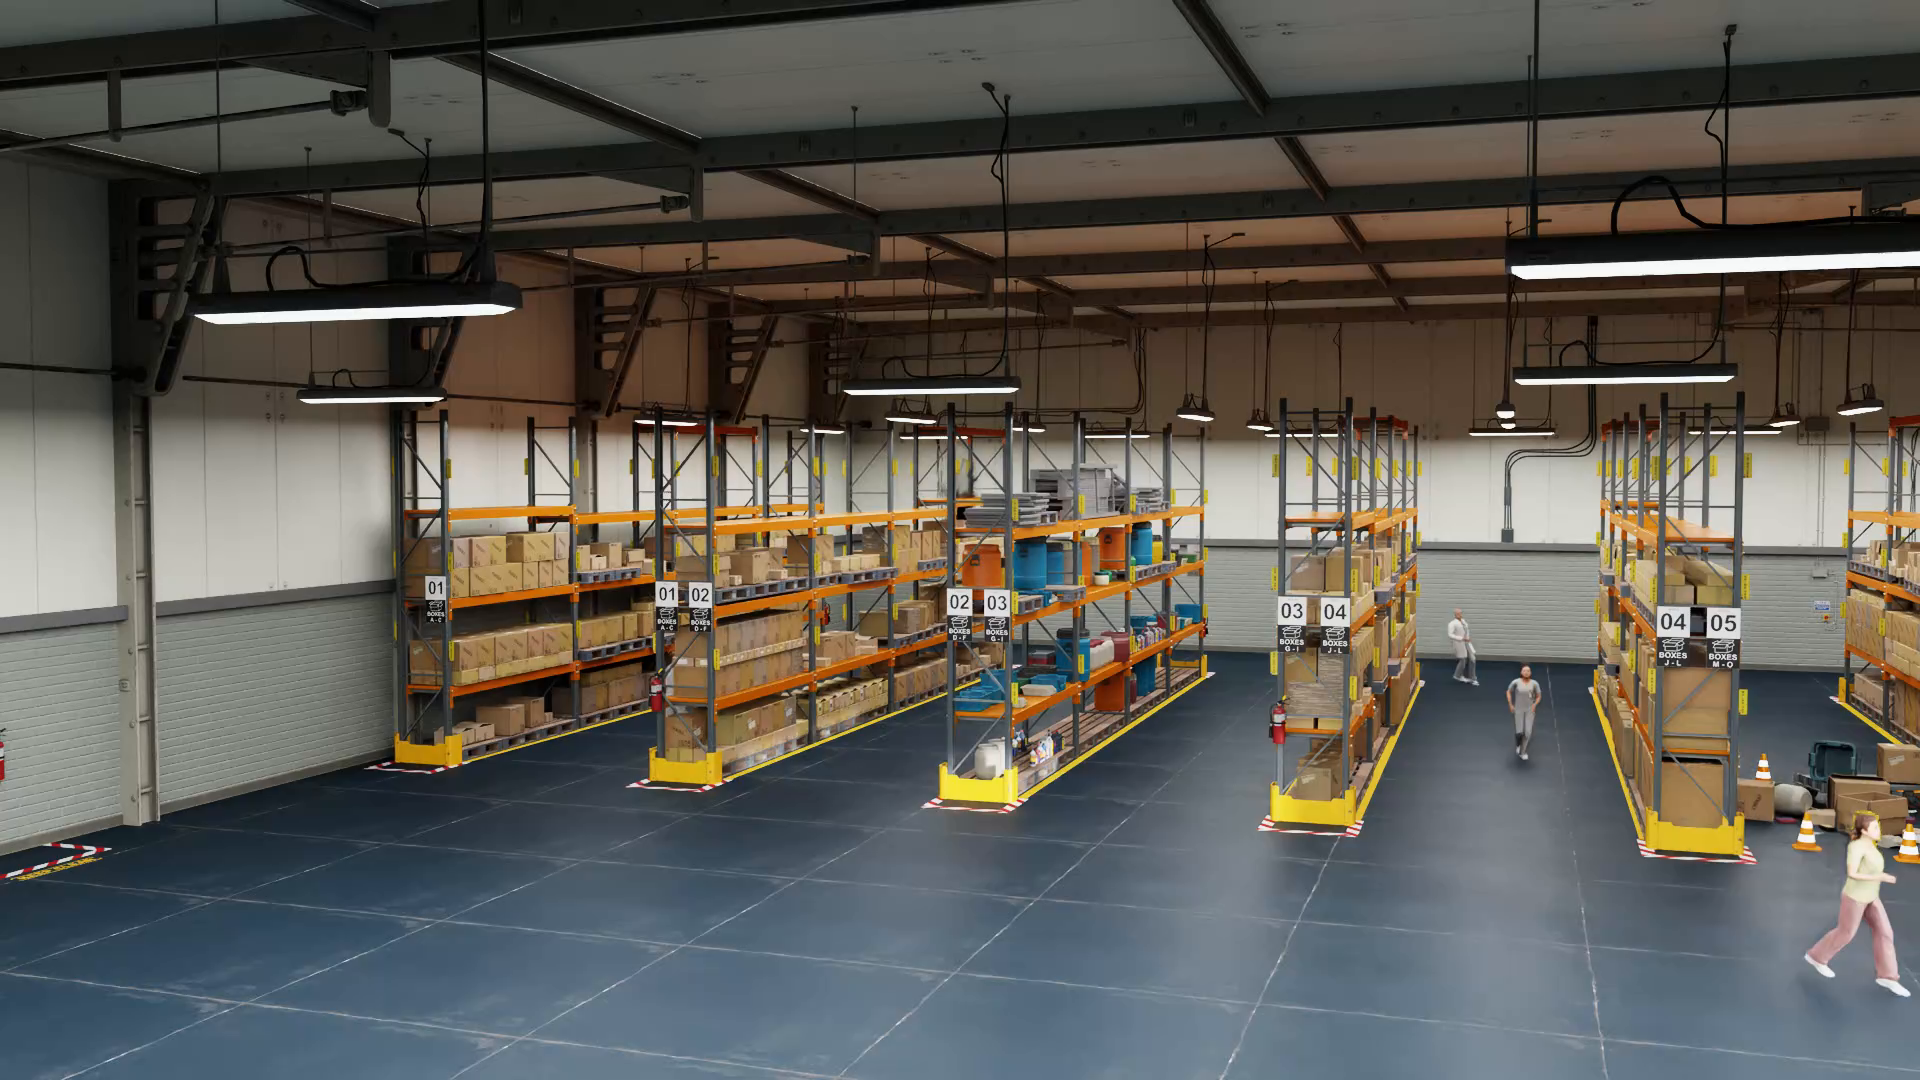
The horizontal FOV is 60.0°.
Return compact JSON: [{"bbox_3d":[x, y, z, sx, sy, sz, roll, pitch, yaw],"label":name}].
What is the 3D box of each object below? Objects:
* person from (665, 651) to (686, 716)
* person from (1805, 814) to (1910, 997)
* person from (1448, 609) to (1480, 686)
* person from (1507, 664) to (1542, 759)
[{"bbox_3d":[-5.109,2.850,29.868,0.659,1.742,0.709,0,2,11],"label":"person"},{"bbox_3d":[8.640,3.465,16.006,0.540,1.682,0.927,-2,3,-37],"label":"person"},{"bbox_3d":[11.594,2.496,38.549,0.709,1.798,0.767,-1,3,-26],"label":"person"},{"bbox_3d":[9.720,2.957,28.650,0.569,1.633,0.512,1,3,15],"label":"person"}]
